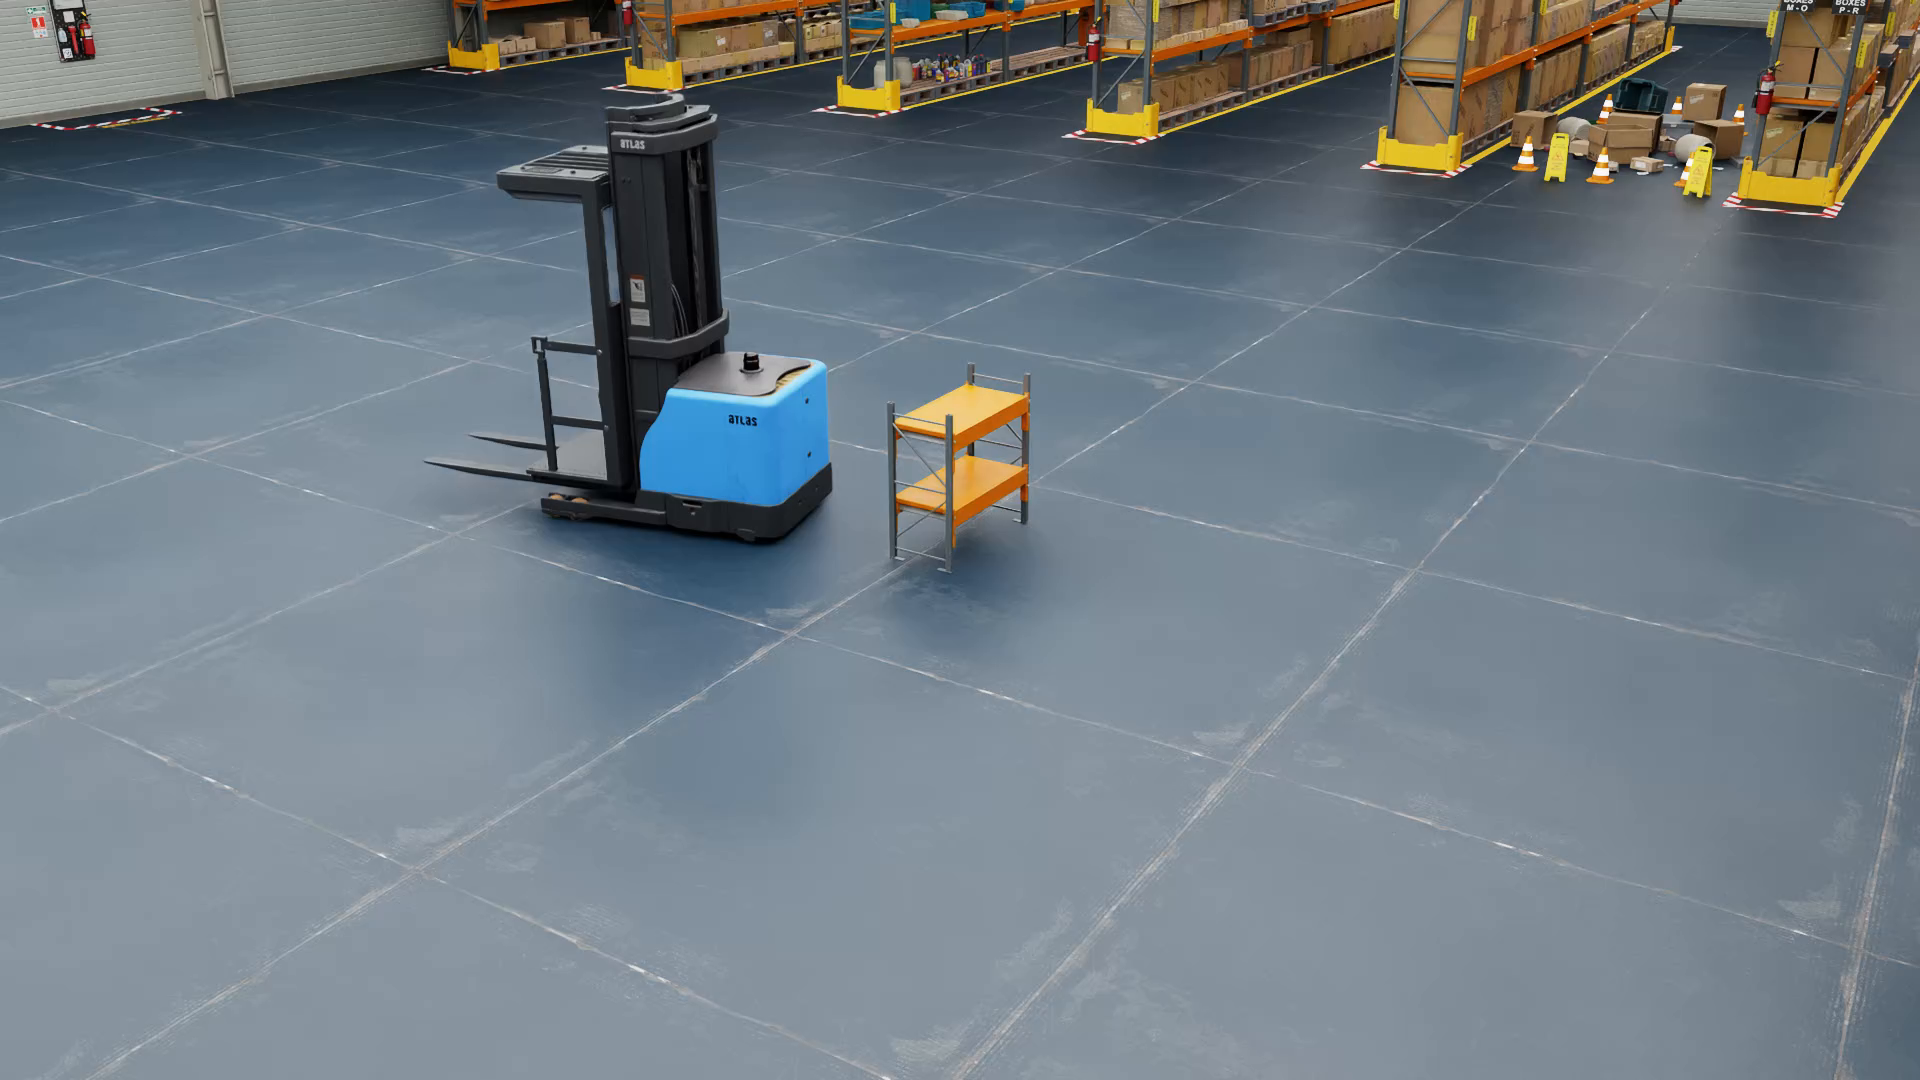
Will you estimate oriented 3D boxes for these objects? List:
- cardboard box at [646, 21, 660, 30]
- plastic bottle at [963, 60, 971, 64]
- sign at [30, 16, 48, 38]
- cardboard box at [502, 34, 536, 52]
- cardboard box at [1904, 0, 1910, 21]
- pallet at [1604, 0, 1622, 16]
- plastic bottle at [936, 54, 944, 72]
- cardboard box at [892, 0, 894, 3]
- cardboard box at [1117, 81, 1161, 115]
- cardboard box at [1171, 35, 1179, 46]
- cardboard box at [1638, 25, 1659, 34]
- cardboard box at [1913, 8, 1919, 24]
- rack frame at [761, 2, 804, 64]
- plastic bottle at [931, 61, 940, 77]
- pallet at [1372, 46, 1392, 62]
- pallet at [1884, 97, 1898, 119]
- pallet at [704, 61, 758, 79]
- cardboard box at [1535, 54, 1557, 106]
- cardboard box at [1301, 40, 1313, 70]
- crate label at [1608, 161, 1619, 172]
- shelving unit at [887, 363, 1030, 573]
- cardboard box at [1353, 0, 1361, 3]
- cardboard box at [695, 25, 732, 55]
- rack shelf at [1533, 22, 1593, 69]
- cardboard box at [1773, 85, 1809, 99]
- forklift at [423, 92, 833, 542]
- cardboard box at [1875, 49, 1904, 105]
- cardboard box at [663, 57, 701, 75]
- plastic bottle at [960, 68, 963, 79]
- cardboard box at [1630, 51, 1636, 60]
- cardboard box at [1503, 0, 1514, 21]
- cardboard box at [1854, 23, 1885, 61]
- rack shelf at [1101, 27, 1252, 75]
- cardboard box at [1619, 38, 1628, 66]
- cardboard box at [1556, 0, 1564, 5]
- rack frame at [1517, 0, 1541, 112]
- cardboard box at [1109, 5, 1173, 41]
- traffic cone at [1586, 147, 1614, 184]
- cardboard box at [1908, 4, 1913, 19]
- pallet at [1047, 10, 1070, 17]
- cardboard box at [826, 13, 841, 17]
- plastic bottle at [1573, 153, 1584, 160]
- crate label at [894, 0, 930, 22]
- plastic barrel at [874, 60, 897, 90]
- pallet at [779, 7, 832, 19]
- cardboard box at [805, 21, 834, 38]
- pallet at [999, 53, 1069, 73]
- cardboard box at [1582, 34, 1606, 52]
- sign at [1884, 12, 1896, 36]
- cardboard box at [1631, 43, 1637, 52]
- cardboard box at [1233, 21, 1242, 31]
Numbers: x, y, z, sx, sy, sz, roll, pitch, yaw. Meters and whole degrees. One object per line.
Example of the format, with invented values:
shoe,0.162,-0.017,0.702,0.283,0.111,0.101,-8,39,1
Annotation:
cardboard box,-7.317,-11.935,38.137,0.700,0.500,0.500,13,27,28
plastic bottle,0.161,-8.999,31.637,0.152,0.276,0.135,14,27,29
sign,-15.277,-8.511,27.590,0.001,0.329,0.234,14,27,29
cardboard box,-9.289,-10.468,34.987,0.500,0.311,0.500,16,28,33
cardboard box,15.229,-8.766,27.195,0.500,0.500,0.500,13,27,27
pallet,11.983,-10.195,31.765,1.003,0.211,1.213,14,27,29
plastic bottle,-0.382,-9.104,31.786,0.144,0.351,0.185,13,26,27
cardboard box,-1.280,-12.540,38.591,0.500,0.250,0.500,15,28,31
cardboard box,2.937,-7.232,27.298,0.500,0.500,0.500,20,30,38
cardboard box,3.354,-8.161,27.141,0.380,0.149,0.250,14,27,29
cardboard box,14.635,-10.868,35.391,0.380,0.149,0.250,15,28,31
cardboard box,17.051,-9.508,30.126,0.500,0.250,0.500,13,27,28
rack frame,-3.710,-11.407,34.323,1.000,3.000,0.127,14,27,29
plastic bottle,-0.467,-8.904,31.417,0.152,0.276,0.135,14,27,29
pallet,8.581,-10.474,35.678,1.003,0.211,1.213,14,27,29
pallet,15.713,-7.573,28.978,1.003,0.211,1.213,14,27,29
pallet,-4.808,-9.454,33.323,1.003,0.211,1.213,14,27,29
cardboard box,9.627,-7.969,28.686,1.050,0.750,0.750,14,27,29
cardboard box,6.477,-9.504,32.521,0.700,0.500,0.500,12,26,26
crate label,9.383,-5.401,24.053,0.250,0.136,0.298,1,23,2
shelving unit,0.004,-0.518,11.532,0.538,1.125,1.048,14,27,29
cardboard box,7.838,-11.181,33.675,0.500,0.500,0.500,13,27,28
cardboard box,-4.834,-9.807,32.616,0.500,0.500,0.500,14,27,29
rack shelf,9.919,-8.601,28.747,1.077,0.370,4.000,14,27,29
cardboard box,11.028,-5.958,22.054,0.380,0.149,0.250,15,28,31
forklift,-2.526,-1.671,11.920,3.031,2.935,1.130,8,25,17
cardboard box,15.668,-8.036,28.683,0.875,0.875,0.875,14,27,28
cardboard box,-5.349,-9.122,31.978,0.500,0.250,0.500,14,27,29
plastic bottle,0.001,-8.734,31.118,0.097,0.201,0.097,0,23,0
cardboard box,13.549,-9.896,33.894,0.380,0.149,0.250,13,26,27
cardboard box,8.047,-8.340,25.690,0.875,0.550,0.550,14,27,29
cardboard box,13.100,-7.233,24.182,0.500,0.500,0.500,13,27,28
rack shelf,3.649,-8.324,28.109,1.077,0.370,4.000,14,27,29
cardboard box,12.908,-9.699,32.996,0.500,0.500,0.500,13,27,28
cardboard box,9.925,-9.444,28.405,0.700,0.500,0.500,14,27,28
rack frame,8.864,-8.256,27.045,1.000,3.000,0.127,14,27,29
cardboard box,2.907,-8.342,26.743,0.875,0.500,0.500,14,27,29
traffic cone,9.021,-5.272,23.345,0.336,0.463,0.334,14,27,29
cardboard box,15.983,-9.057,28.455,0.500,0.250,0.500,15,27,30
pallet,2.160,-13.882,43.552,1.003,0.211,1.213,14,27,29
cardboard box,-2.667,-11.479,36.717,0.500,0.311,0.500,13,27,28
plastic bottle,9.303,-5.786,25.039,0.133,0.061,0.283,5,24,11
crate label,-0.873,-9.711,30.363,0.502,0.435,0.616,14,27,29
plastic barrel,-1.332,-8.306,29.765,0.421,0.512,0.421,0,23,0
pallet,-4.044,-13.588,42.871,1.003,0.211,1.213,14,27,29
cardboard box,-3.012,-10.850,35.264,0.500,0.311,0.500,14,27,28
pallet,1.520,-9.774,34.063,1.003,0.211,1.213,14,27,29
cardboard box,11.811,-9.349,31.244,0.500,0.250,0.500,13,27,28
sign,13.588,-7.539,24.299,0.100,0.325,0.005,14,27,29
cardboard box,13.547,-10.032,33.834,0.380,0.149,0.250,15,28,31
cardboard box,4.700,-8.998,29.075,0.380,0.149,0.250,14,27,29
